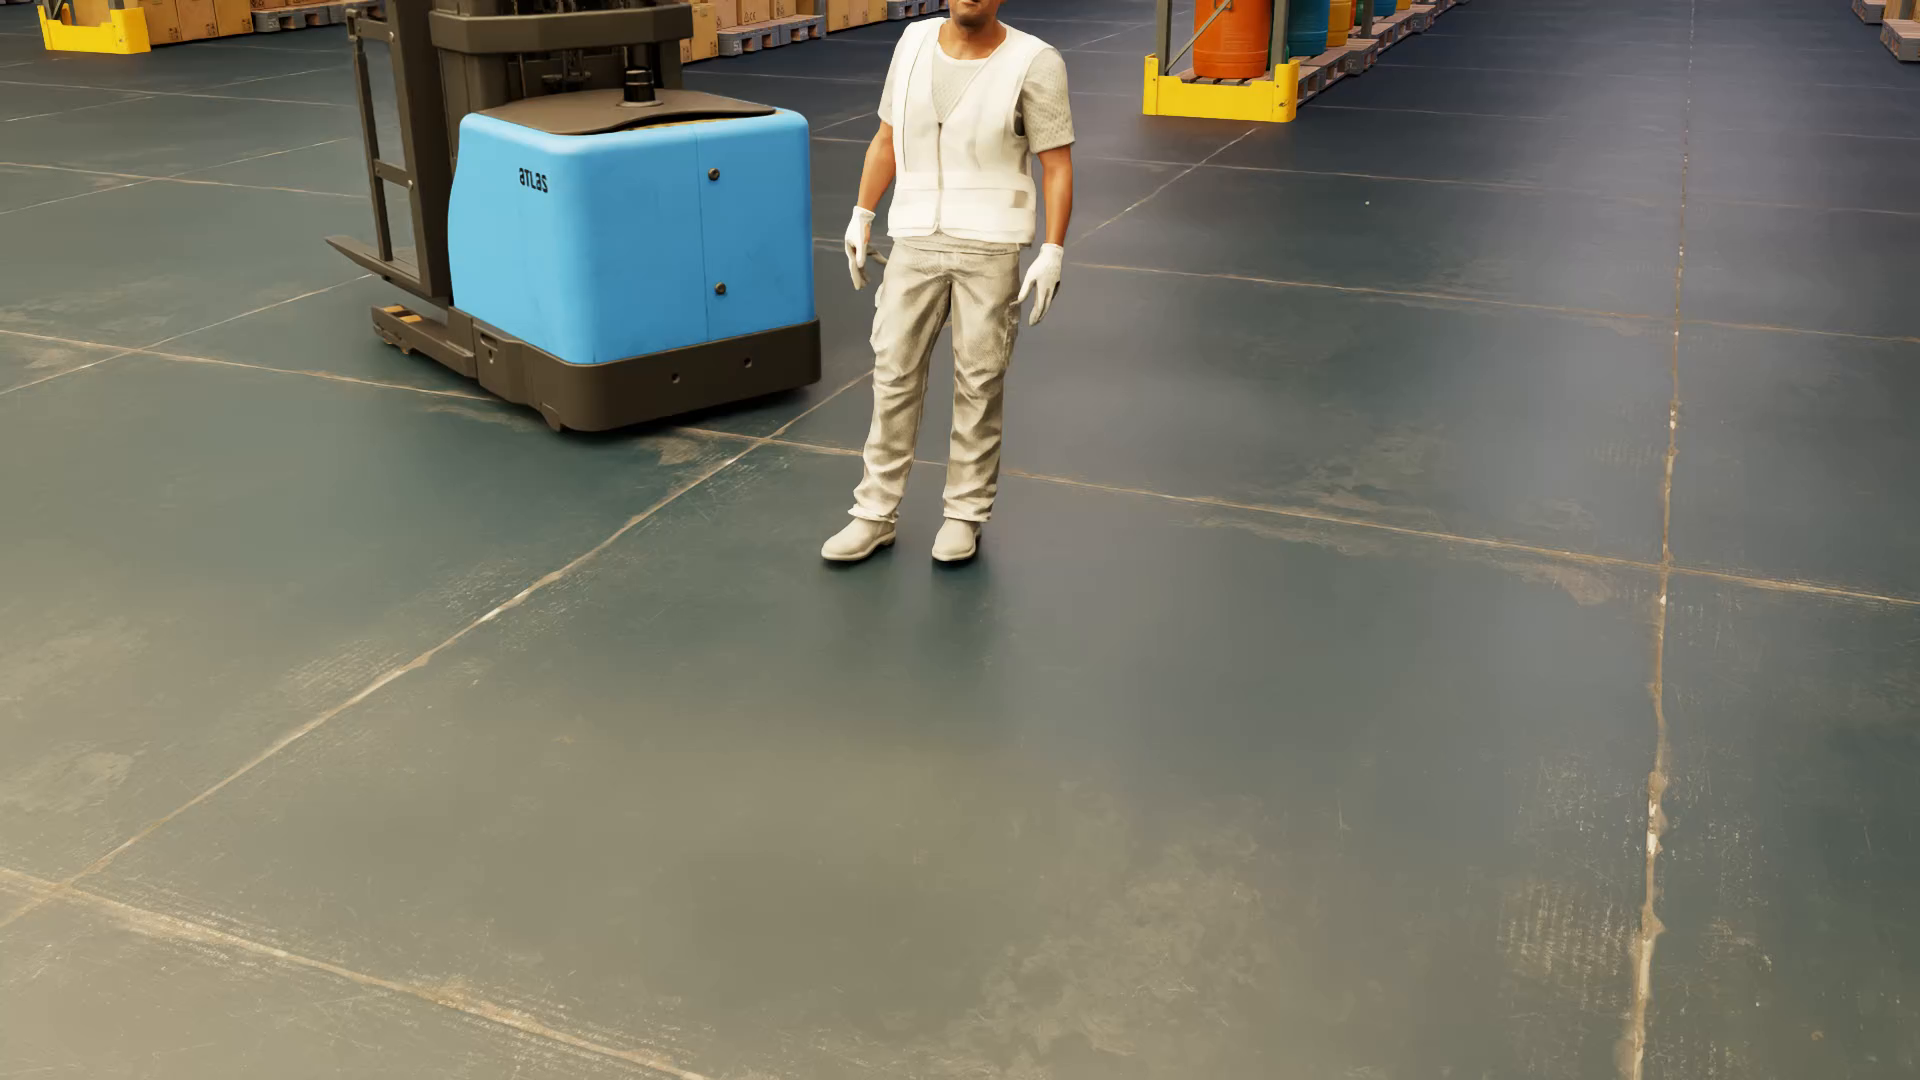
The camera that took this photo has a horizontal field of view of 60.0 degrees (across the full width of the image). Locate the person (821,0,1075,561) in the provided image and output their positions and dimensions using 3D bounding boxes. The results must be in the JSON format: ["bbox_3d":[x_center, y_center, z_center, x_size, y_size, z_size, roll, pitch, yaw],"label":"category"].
[{"bbox_3d":[-0.039,-0.802,4.681,0.656,1.781,0.559,9,24,21],"label":"person"}]

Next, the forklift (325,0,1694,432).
[{"bbox_3d":[3.291,-6.525,16.903,23.089,2.935,13.963,-17,28,-35],"label":"forklift"}]
